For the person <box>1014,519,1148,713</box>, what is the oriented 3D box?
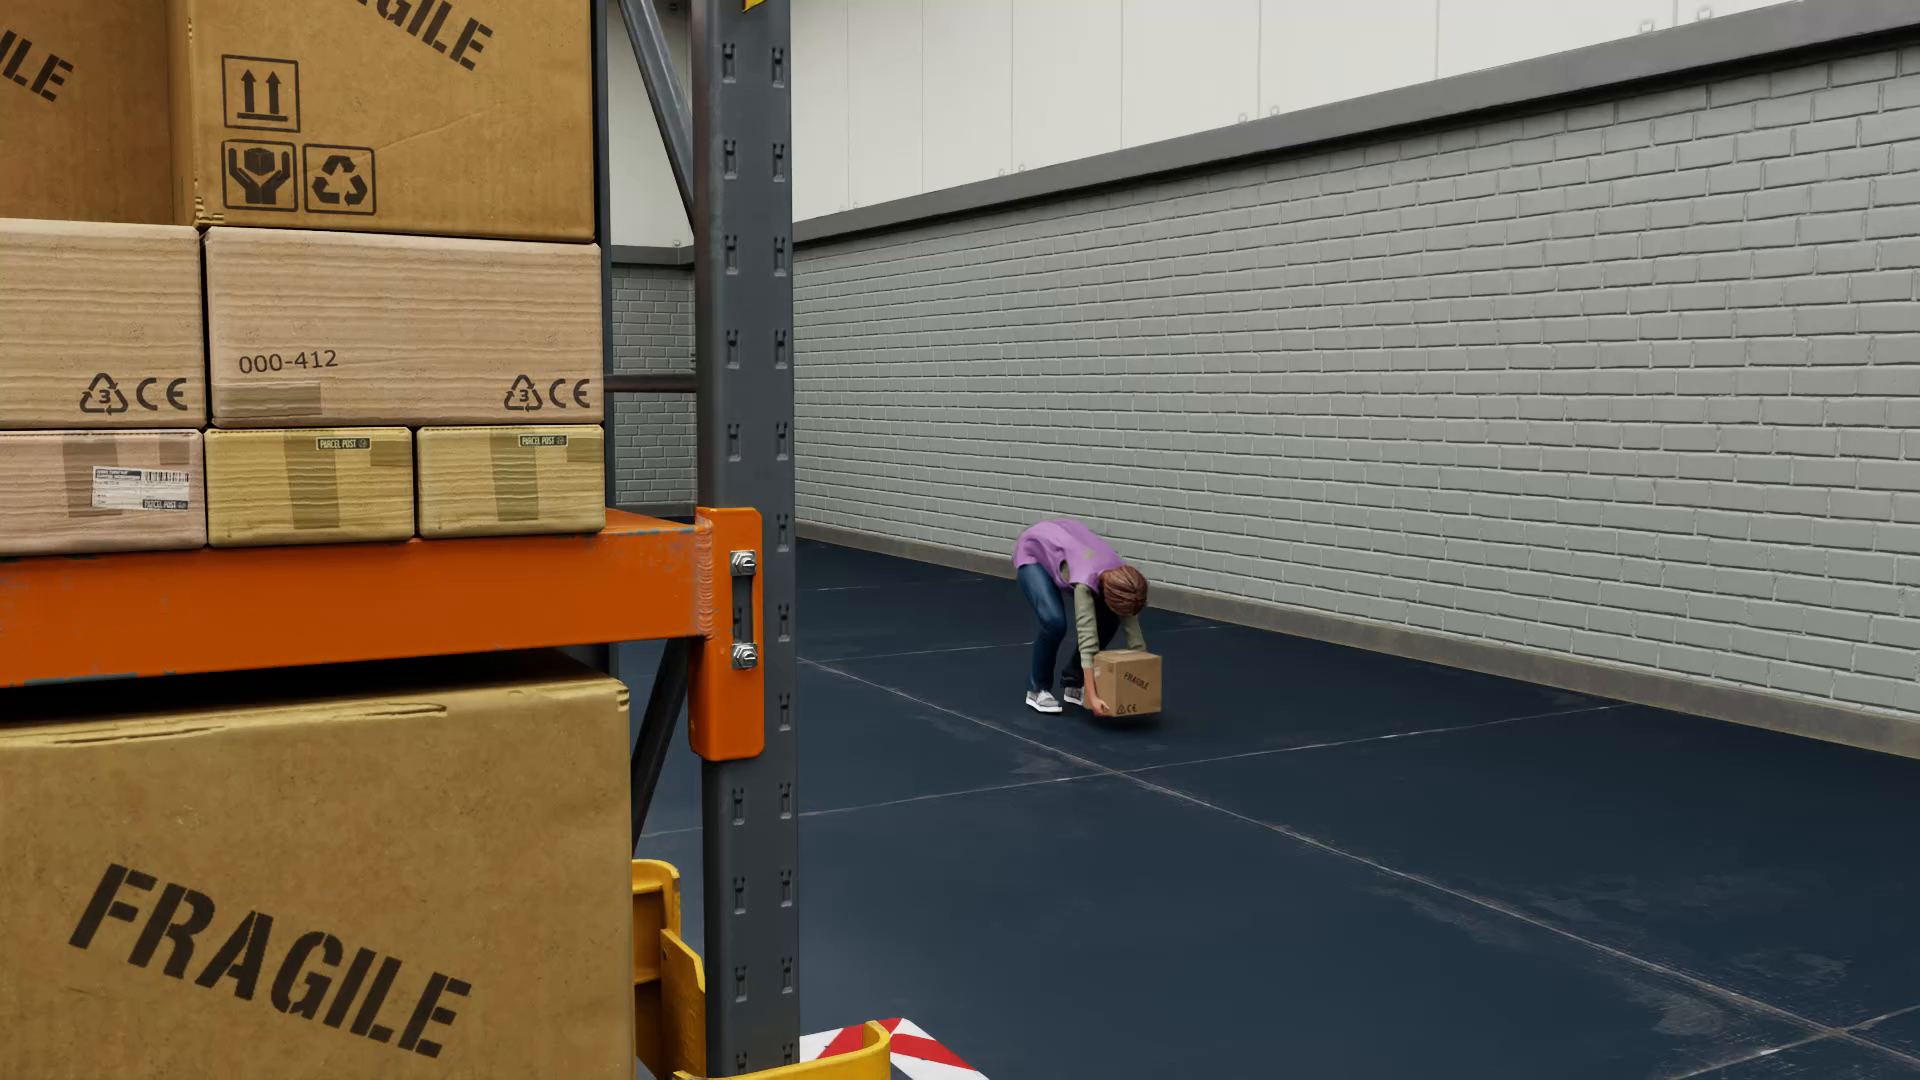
[{"bbox_3d":[0.534,0.357,7.708,0.424,0.886,0.715,-3,6,-31],"label":"person"}]
